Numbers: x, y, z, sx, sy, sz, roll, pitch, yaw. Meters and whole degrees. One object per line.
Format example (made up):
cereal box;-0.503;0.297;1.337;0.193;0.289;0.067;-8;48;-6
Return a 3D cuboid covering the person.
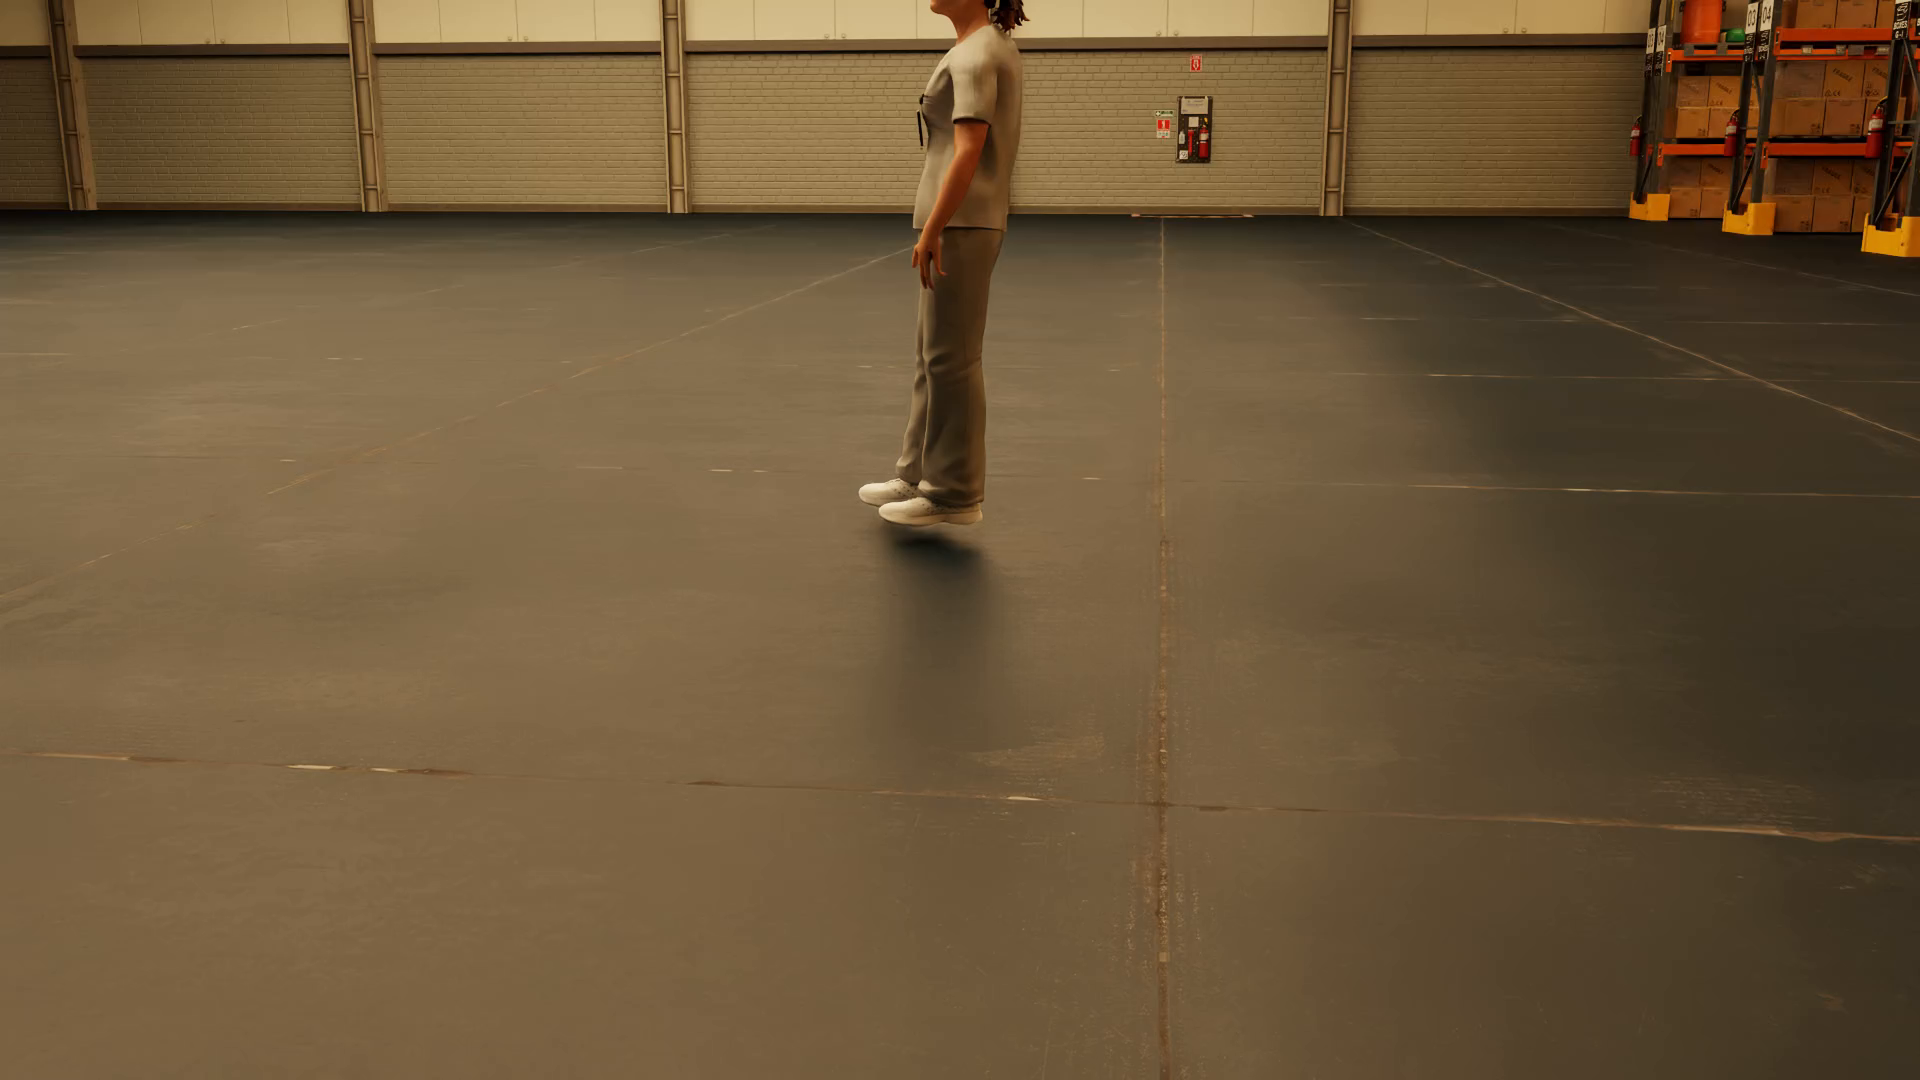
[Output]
person;-0.072;-0.867;4.767;0.547;1.673;0.549;2;13;7
